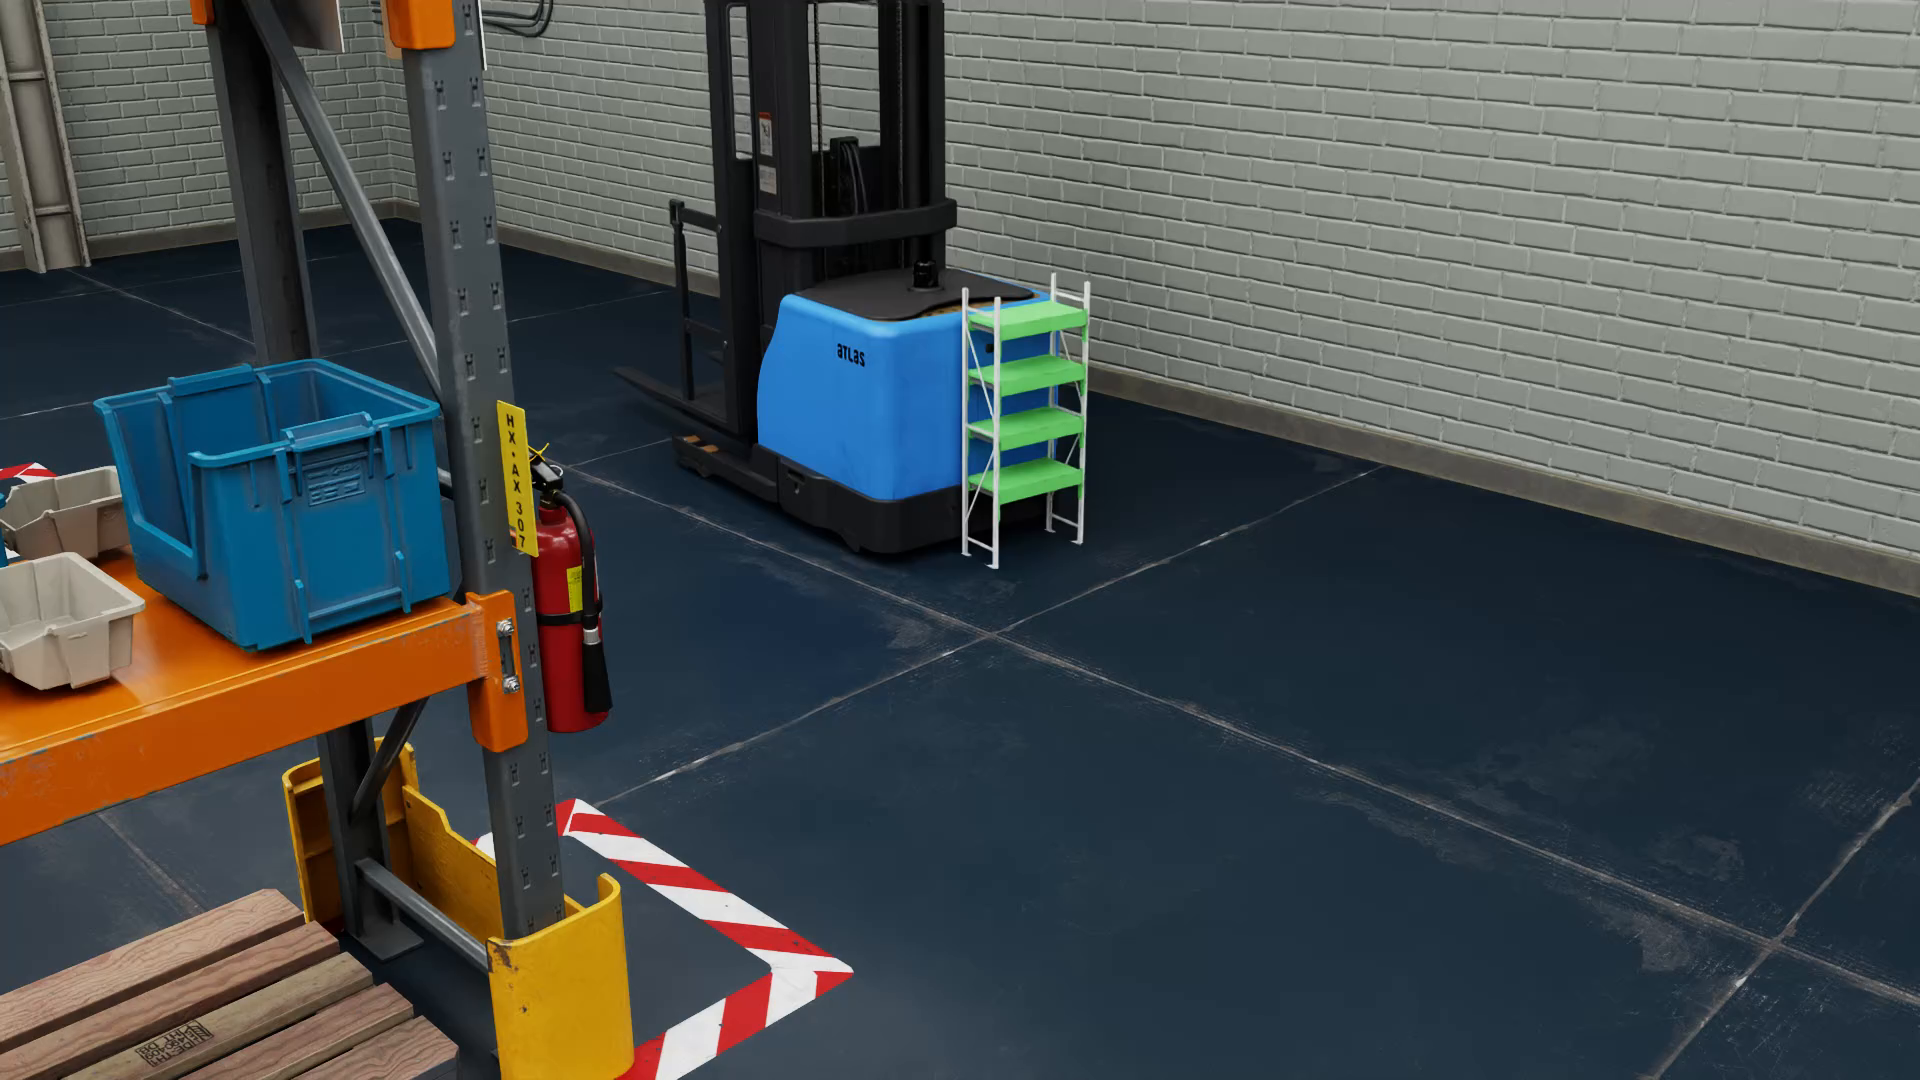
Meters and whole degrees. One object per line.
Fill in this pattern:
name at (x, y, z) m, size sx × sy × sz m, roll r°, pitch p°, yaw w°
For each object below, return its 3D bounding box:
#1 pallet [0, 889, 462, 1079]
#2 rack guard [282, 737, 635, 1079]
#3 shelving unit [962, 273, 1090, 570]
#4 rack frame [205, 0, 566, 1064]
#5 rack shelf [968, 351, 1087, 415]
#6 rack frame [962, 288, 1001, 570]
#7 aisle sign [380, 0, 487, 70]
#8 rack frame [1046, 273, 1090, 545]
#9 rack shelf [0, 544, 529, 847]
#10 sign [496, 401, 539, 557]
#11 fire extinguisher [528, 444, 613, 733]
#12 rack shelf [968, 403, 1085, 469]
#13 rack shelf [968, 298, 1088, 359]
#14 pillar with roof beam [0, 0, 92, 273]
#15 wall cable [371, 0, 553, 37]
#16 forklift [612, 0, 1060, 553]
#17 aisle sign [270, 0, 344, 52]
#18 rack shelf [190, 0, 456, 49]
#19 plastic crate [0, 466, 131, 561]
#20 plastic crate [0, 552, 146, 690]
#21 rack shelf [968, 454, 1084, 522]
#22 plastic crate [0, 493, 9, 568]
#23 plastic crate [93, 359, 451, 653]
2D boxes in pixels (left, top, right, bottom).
pallet at (-1.939, 1.319, 3.848) m, size 1.003 × 0.211 × 1.213 m, roll 19°, pitch 28°, yaw 41°
rack guard at (-1.328, 0.973, 4.347) m, size 1.175 × 0.500 × 0.348 m, roll 19°, pitch 28°, yaw 41°
shelving unit at (0.283, -0.519, 7.251) m, size 0.503 × 1.200 × 0.258 m, roll -15°, pitch 26°, yaw -34°
rack frame at (-1.336, -0.184, 3.874) m, size 1.000 × 3.000 × 0.127 m, roll 19°, pitch 28°, yaw 41°
rack shelf at (0.283, -0.683, 7.188) m, size 0.480 × 0.148 × 0.258 m, roll -15°, pitch 26°, yaw -34°
rack frame at (0.089, -0.466, 7.114) m, size 0.015 × 1.200 × 0.240 m, roll -15°, pitch 26°, yaw -34°
aisle sign at (-1.075, -1.343, 3.265) m, size 0.394 × 0.787 × 0.004 m, roll 19°, pitch 28°, yaw 41°
rack frame at (0.477, -0.572, 7.389) m, size 0.015 × 1.200 × 0.240 m, roll -15°, pitch 26°, yaw -34°
rack shelf at (-2.731, 0.665, 2.665) m, size 1.077 × 0.370 × 4.000 m, roll 19°, pitch 28°, yaw 41°
sign at (-0.930, -0.127, 3.497) m, size 0.100 × 0.325 × 0.005 m, roll 19°, pitch 28°, yaw 41°
fire extinguisher at (-0.905, 0.101, 3.759) m, size 0.296 × 0.674 × 0.183 m, roll 19°, pitch 28°, yaw 41°
rack shelf at (0.283, -0.459, 7.274) m, size 0.480 × 0.148 × 0.258 m, roll -15°, pitch 26°, yaw -34°
rack shelf at (0.283, -0.907, 7.102) m, size 0.480 × 0.148 × 0.258 m, roll -15°, pitch 26°, yaw -34°
pillar with roof beam at (-4.086, -5.297, 8.814) m, size 9.100 × 9.000 × 0.400 m, roll 19°, pitch 28°, yaw 41°
wall cable at (-4.232, -5.379, 13.355) m, size 3.097 × 2.526 × 0.112 m, roll 19°, pitch 28°, yaw 41°
forklift at (-0.818, -1.774, 8.106) m, size 1.130 × 2.935 × 3.031 m, roll -15°, pitch 26°, yaw -34°
aisle sign at (-1.498, -1.491, 3.649) m, size 0.394 × 0.787 × 0.004 m, roll 19°, pitch 28°, yaw 41°
rack shelf at (-2.731, -0.735, 2.127) m, size 1.077 × 0.370 × 4.000 m, roll 19°, pitch 28°, yaw 41°
plastic crate at (-2.027, -0.047, 3.799) m, size 0.250 × 0.136 × 0.298 m, roll 19°, pitch 28°, yaw 41°
plastic crate at (-1.775, 0.166, 3.247) m, size 0.396 × 0.136 × 0.243 m, roll 19°, pitch 28°, yaw 41°
rack shelf at (0.283, -0.235, 7.360) m, size 0.480 × 0.148 × 0.258 m, roll -15°, pitch 26°, yaw -34°
plastic crate at (-2.203, 0.016, 3.502) m, size 0.416 × 0.233 × 0.300 m, roll 19°, pitch 28°, yaw 41°
plastic crate at (-1.435, -0.096, 3.511) m, size 0.616 × 0.435 × 0.499 m, roll 19°, pitch 28°, yaw 41°
